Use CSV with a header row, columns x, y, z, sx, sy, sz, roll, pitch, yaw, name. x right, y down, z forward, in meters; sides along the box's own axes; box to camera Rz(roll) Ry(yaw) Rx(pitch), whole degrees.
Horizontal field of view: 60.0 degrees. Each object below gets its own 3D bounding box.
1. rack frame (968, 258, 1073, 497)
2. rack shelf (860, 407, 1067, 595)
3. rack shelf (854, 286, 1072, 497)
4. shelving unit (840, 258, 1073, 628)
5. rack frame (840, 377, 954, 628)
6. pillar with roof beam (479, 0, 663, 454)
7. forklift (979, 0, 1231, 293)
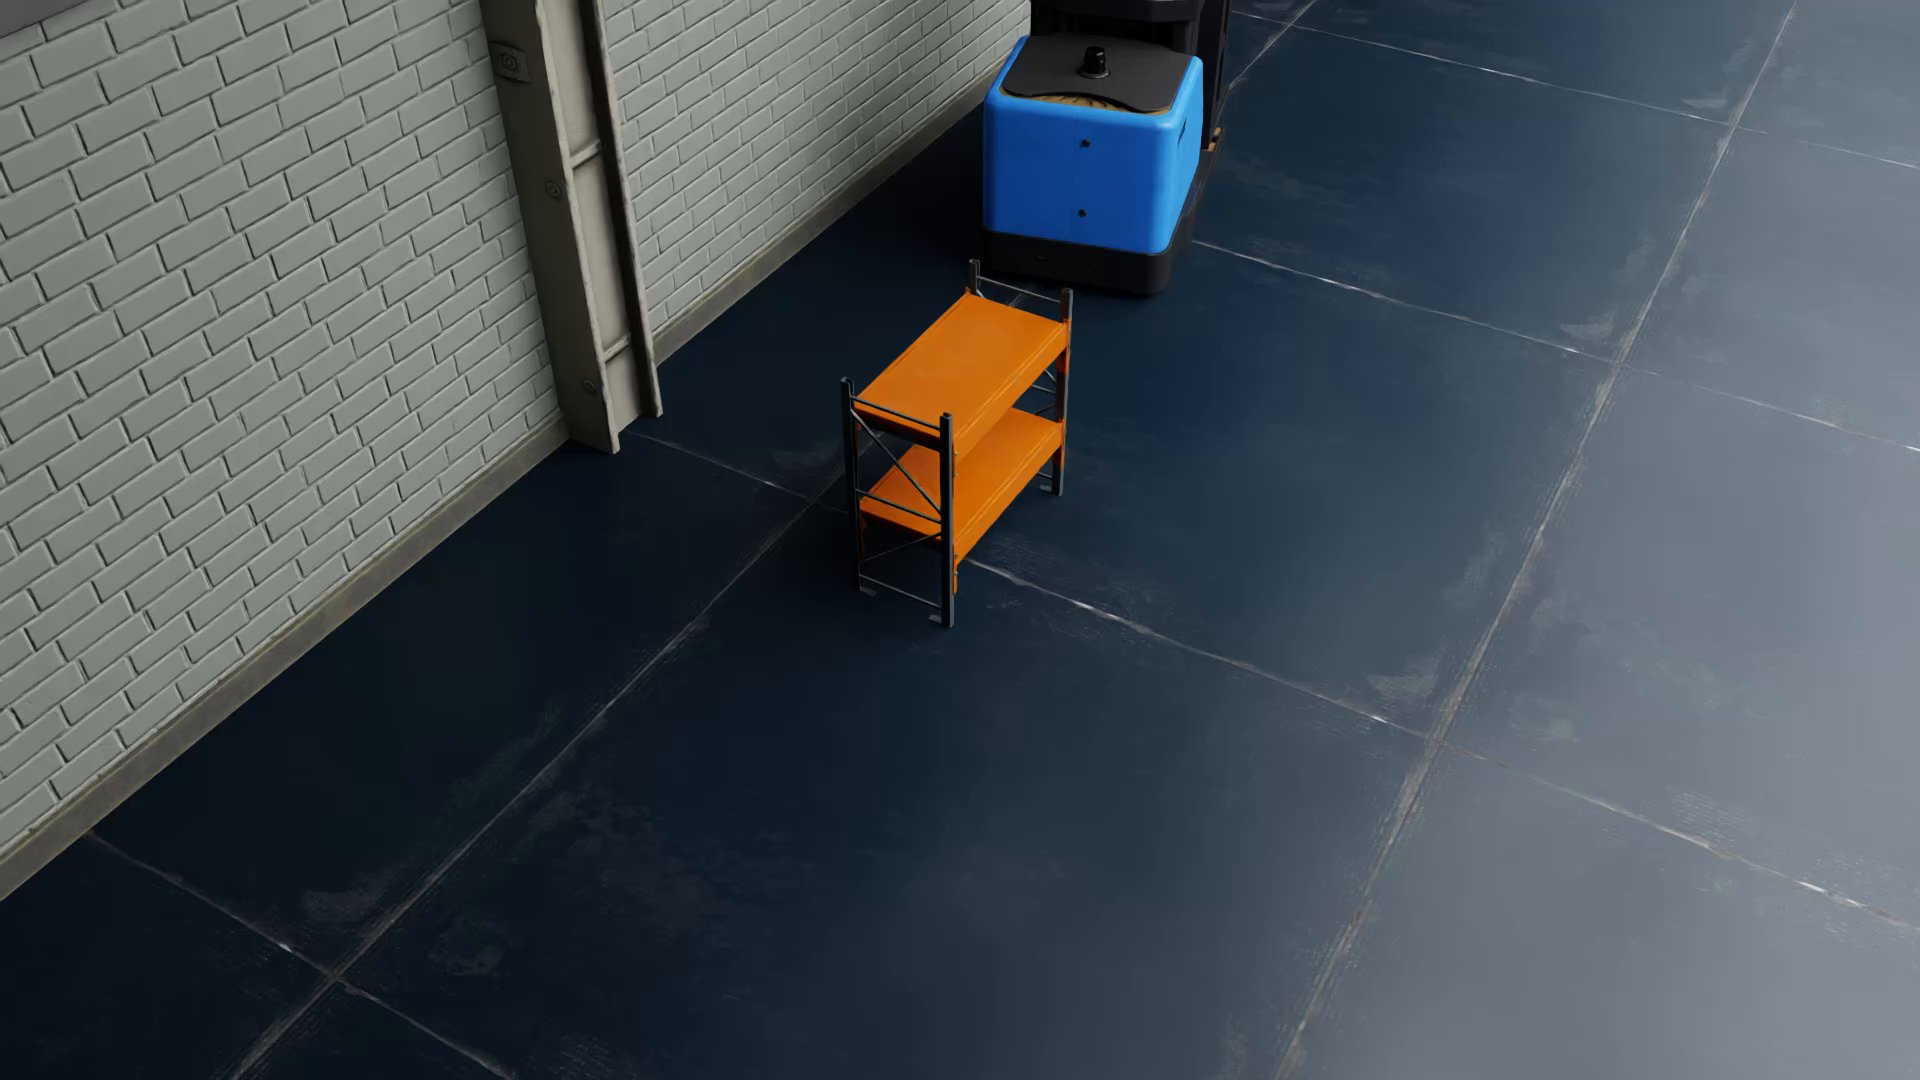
x,y,z,sx,sy,sz,roll,pitch,yaw,name
0.258,-0.717,7.528,0.500,1.125,0.032,21,45,22,rack frame
0.003,-0.243,7.360,0.538,0.278,1.000,21,45,22,rack shelf
0.003,-0.646,7.005,0.538,0.278,1.000,21,45,22,rack shelf
0.003,-0.426,7.198,0.538,1.125,1.048,21,45,22,shelving unit
-0.251,-0.135,6.868,0.500,1.125,0.032,21,45,22,rack frame
2.019,-2.529,3.629,9.100,9.000,0.400,21,45,22,pillar with roof beam
1.005,-3.415,9.226,1.130,2.935,3.031,11,42,12,forklift
